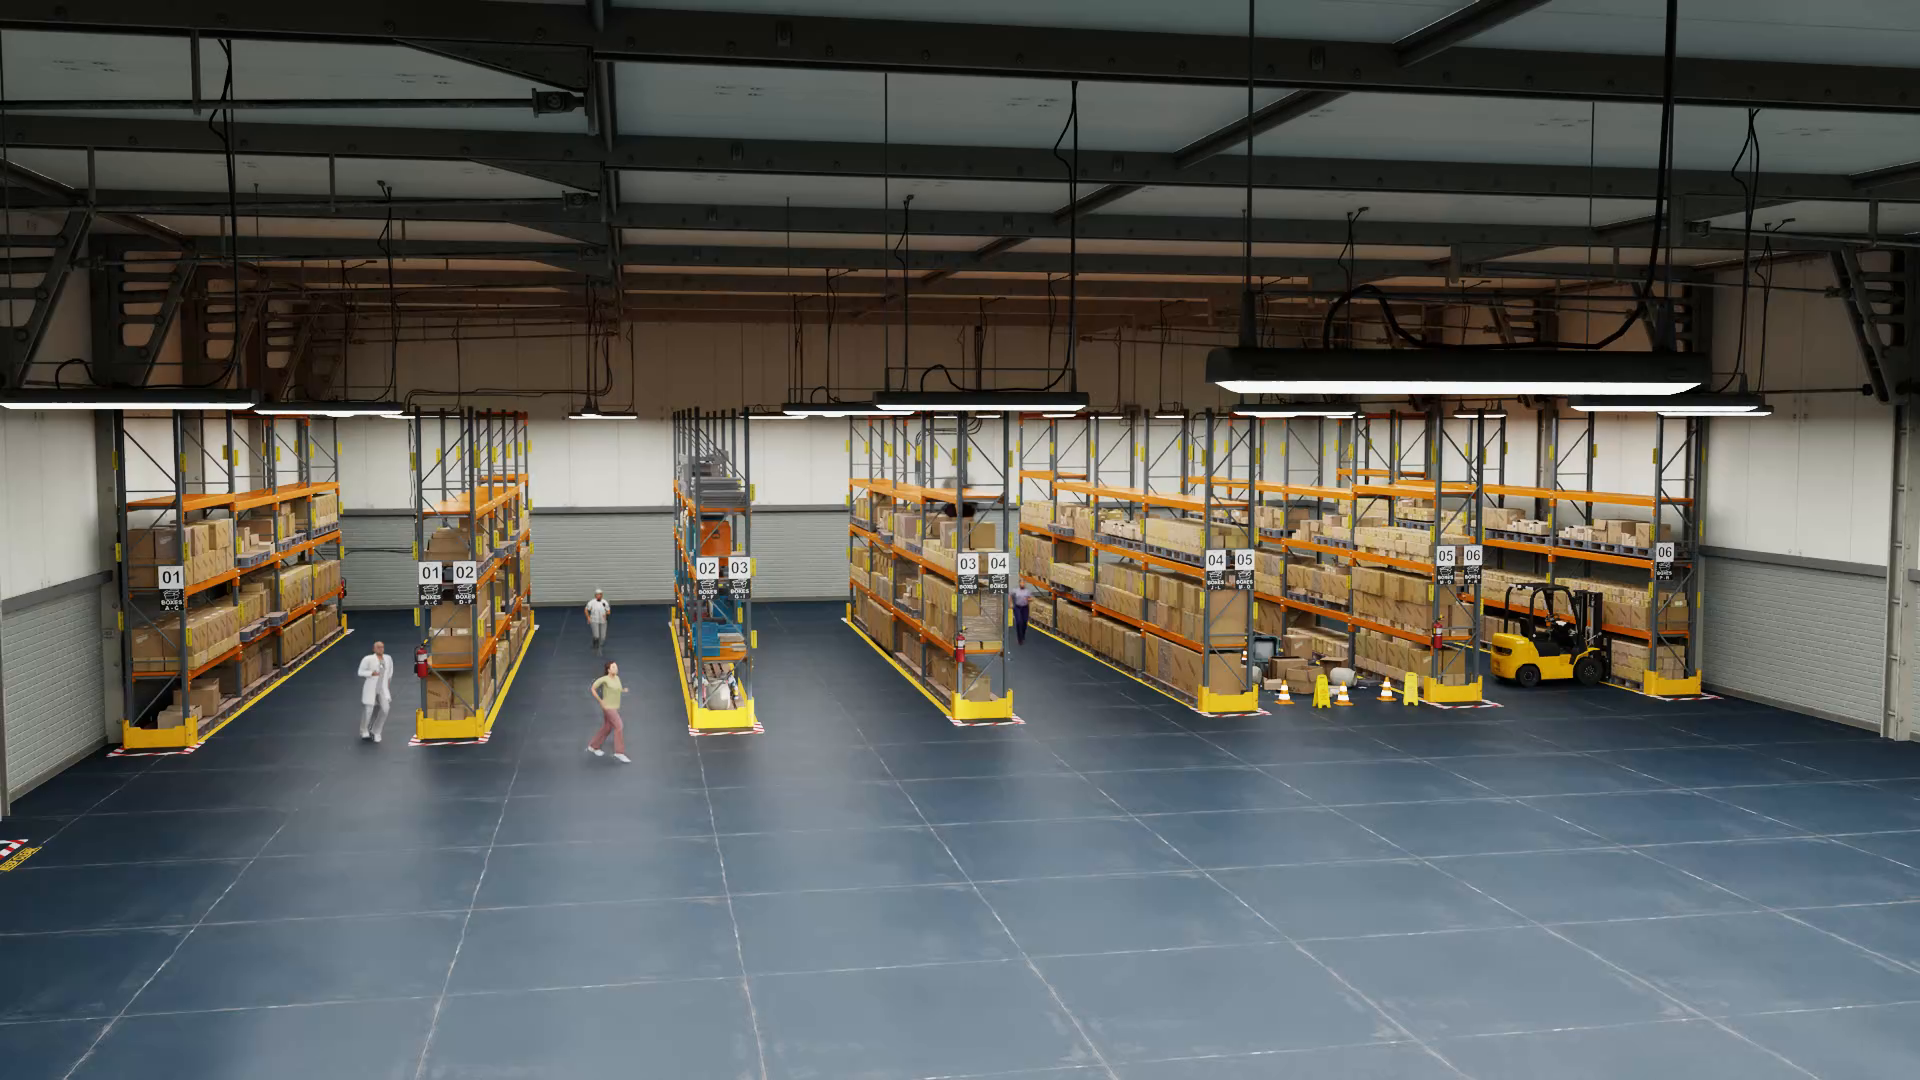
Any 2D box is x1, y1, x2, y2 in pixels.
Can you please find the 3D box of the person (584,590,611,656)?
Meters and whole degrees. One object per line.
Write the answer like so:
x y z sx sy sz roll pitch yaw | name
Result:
-8.792 2.027 40.488 0.592 1.629 0.575 -2 4 -25 | person

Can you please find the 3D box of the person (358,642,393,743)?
-10.455 2.735 29.859 0.706 1.834 0.804 -3 5 -38 | person

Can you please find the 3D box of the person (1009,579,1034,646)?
1.599 1.838 42.962 0.594 1.680 0.873 -1 4 -10 | person

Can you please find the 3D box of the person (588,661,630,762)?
-5.932 2.889 28.178 0.824 1.719 0.551 1 4 17 | person
